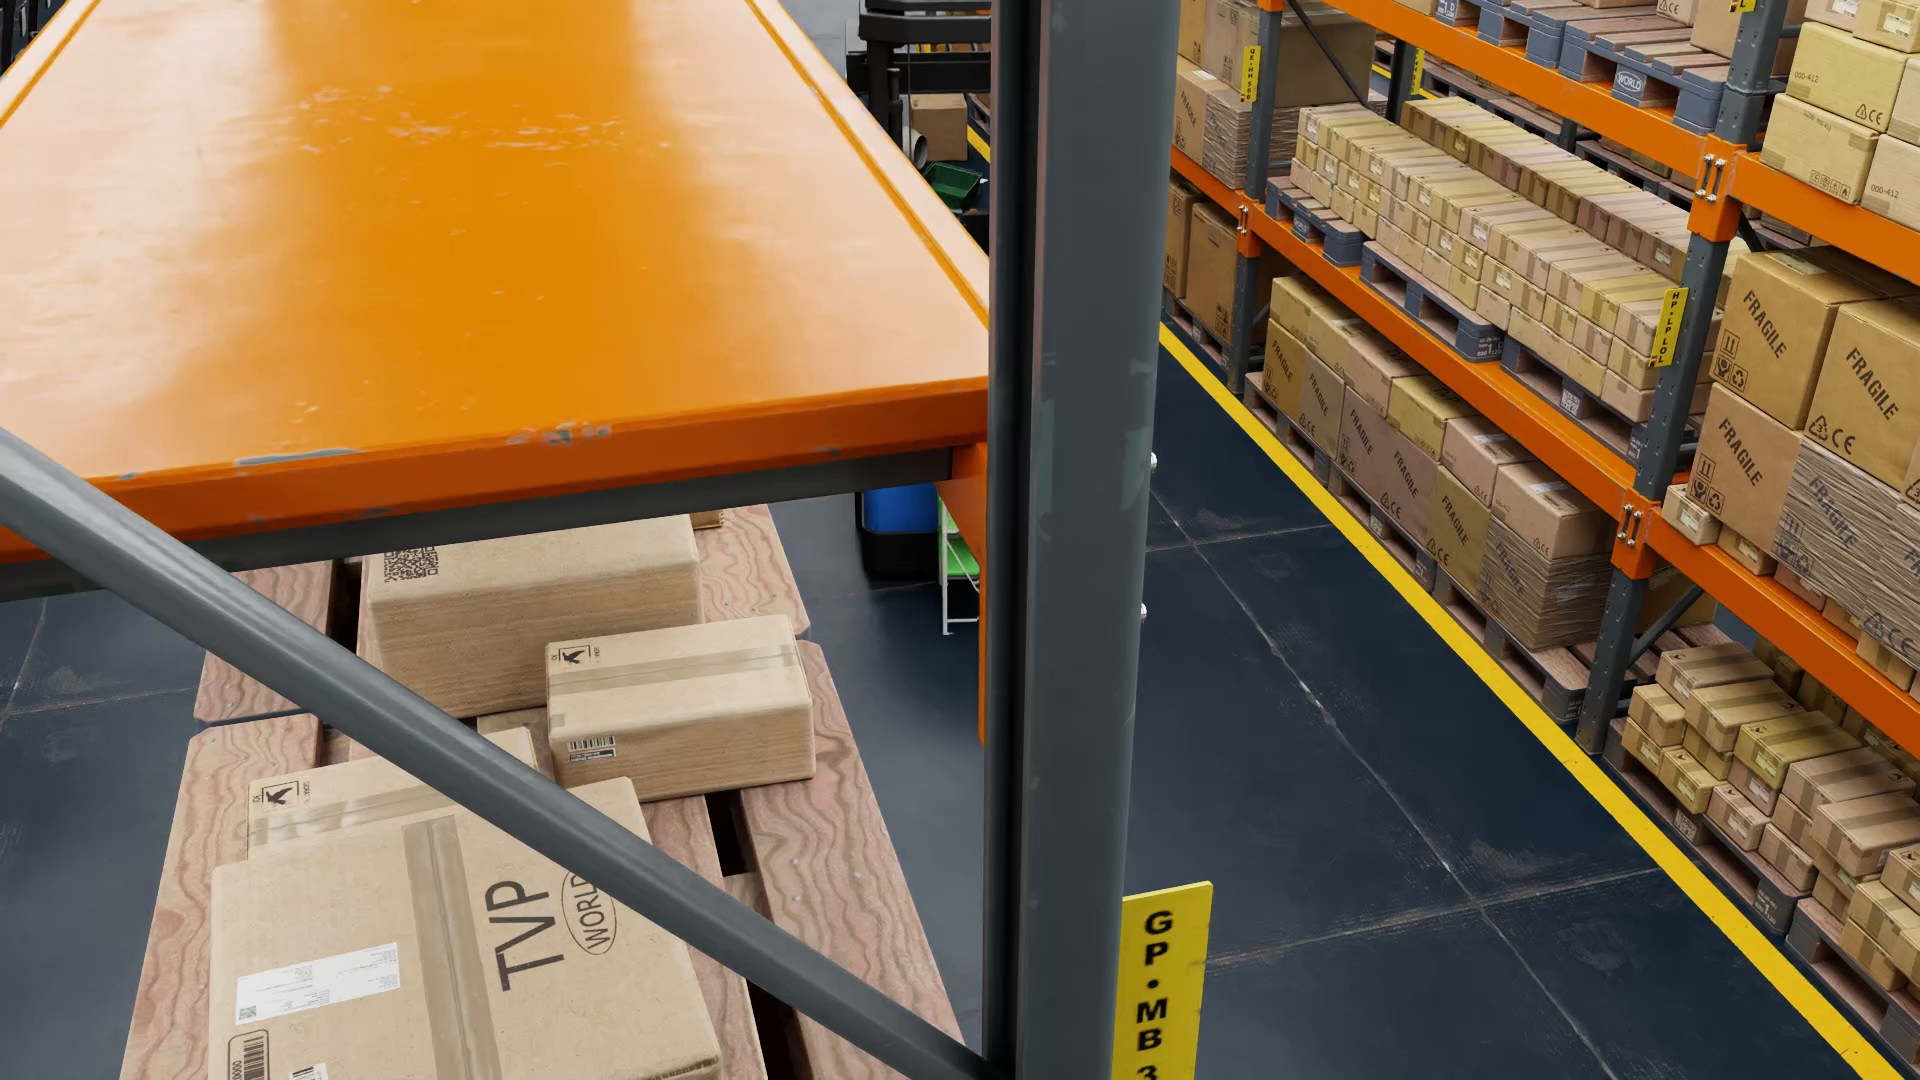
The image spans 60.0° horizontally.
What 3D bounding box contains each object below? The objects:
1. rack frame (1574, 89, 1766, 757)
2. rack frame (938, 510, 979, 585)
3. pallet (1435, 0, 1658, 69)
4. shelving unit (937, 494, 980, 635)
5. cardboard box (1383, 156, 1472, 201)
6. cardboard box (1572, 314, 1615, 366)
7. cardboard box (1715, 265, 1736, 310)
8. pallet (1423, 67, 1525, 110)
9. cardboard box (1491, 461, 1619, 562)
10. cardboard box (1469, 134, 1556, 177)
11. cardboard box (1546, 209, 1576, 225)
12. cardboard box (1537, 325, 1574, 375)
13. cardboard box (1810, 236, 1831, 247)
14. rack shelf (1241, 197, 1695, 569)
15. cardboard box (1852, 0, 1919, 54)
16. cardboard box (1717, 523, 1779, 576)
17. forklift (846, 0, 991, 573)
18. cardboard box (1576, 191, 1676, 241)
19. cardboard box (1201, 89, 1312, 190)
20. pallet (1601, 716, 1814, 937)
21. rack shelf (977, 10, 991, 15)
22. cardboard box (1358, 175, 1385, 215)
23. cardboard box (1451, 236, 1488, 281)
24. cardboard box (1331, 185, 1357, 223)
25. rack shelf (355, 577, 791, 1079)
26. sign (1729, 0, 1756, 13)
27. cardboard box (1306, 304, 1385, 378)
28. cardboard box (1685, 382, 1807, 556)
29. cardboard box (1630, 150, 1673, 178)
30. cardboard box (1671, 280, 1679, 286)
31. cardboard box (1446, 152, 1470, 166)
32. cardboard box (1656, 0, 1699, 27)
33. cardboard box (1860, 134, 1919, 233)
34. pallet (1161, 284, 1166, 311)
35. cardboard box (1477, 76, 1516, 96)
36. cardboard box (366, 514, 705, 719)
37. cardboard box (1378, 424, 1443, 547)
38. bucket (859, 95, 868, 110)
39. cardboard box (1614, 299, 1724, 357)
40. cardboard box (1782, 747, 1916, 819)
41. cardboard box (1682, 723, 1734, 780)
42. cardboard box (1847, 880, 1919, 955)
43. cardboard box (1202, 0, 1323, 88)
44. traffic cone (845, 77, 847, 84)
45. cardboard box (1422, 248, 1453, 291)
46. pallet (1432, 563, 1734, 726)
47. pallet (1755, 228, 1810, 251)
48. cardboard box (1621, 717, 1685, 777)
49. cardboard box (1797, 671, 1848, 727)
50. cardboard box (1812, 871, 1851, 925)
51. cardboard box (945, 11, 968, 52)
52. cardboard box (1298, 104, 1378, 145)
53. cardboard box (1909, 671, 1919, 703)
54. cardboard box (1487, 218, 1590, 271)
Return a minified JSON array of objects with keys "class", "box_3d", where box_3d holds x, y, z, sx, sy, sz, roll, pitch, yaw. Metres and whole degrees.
[{"class":"rack frame","box_3d":[3.321,-0.409,6.962,1.000,3.000,0.127,-8,31,-13]},{"class":"rack frame","box_3d":[0.008,-0.287,8.549,0.240,1.200,0.015,-2,30,-3]},{"class":"pallet","box_3d":[2.982,-2.438,7.662,1.213,0.211,1.003,-8,31,-13]},{"class":"shelving unit","box_3d":[0.022,-0.165,8.338,0.258,1.200,0.503,-2,30,-3]},{"class":"cardboard box","box_3d":[2.474,-1.915,8.802,0.380,0.149,0.250,-6,31,-11]},{"class":"cardboard box","box_3d":[2.954,-0.903,7.351,0.380,0.149,0.250,-8,31,-13]},{"class":"cardboard box","box_3d":[3.580,-1.124,7.436,0.380,0.149,0.250,-7,31,-12]},{"class":"pallet","box_3d":[5.467,-4.586,16.963,1.003,0.211,1.213,-8,31,-13]},{"class":"cardboard box","box_3d":[2.880,-0.159,7.858,0.500,0.250,0.500,-9,31,-15]},{"class":"cardboard box","box_3d":[3.040,-2.119,9.154,0.380,0.149,0.250,-7,31,-12]},{"class":"cardboard box","box_3d":[3.243,-1.617,8.584,0.380,0.149,0.250,-8,31,-14]},{"class":"cardboard box","box_3d":[2.891,-0.893,7.630,0.380,0.149,0.250,-8,31,-13]},{"class":"cardboard box","box_3d":[6.871,-2.381,12.425,0.700,0.500,0.500,-9,31,-16]},{"class":"rack shelf","box_3d":[2.791,-1.063,8.811,1.077,0.370,4.000,-8,31,-13]},{"class":"cardboard box","box_3d":[3.205,-1.722,5.489,0.380,0.149,0.250,-9,31,-15]},{"class":"cardboard box","box_3d":[3.221,-0.005,6.514,0.380,0.149,0.250,-7,31,-12]},{"class":"forklift","box_3d":[-0.071,-1.802,9.437,1.130,2.935,3.031,-2,30,-3]},{"class":"cardboard box","box_3d":[3.316,-1.615,8.283,0.380,0.149,0.250,-7,31,-11]},{"class":"cardboard box","box_3d":[1.881,-2.566,10.588,0.500,0.500,0.500,-8,31,-13]},{"class":"pallet","box_3d":[3.534,1.118,7.108,1.003,0.211,1.213,-8,31,-13]},{"class":"rack shelf","box_3d":[0.667,-4.927,15.486,1.077,0.370,4.000,-8,31,-13]},{"class":"cardboard box","box_3d":[2.410,-1.901,9.075,0.380,0.149,0.250,-8,31,-13]},{"class":"cardboard box","box_3d":[2.672,-1.412,8.231,0.380,0.149,0.250,-8,31,-13]},{"class":"cardboard box","box_3d":[2.327,-1.911,9.388,0.380,0.149,0.250,-6,31,-11]},{"class":"rack shelf","box_3d":[-0.893,0.277,3.500,1.077,0.370,4.000,-8,31,-13]},{"class":"sign","box_3d":[2.787,-2.026,5.852,0.100,0.325,0.005,-8,31,-13]},{"class":"cardboard box","box_3d":[2.344,-1.155,9.578,0.500,0.250,0.500,-8,31,-14]},{"class":"cardboard box","box_3d":[3.210,-0.308,6.391,0.500,0.500,0.500,-8,31,-14]},{"class":"cardboard box","box_3d":[6.258,-3.459,14.289,0.700,0.500,0.500,-8,31,-14]},{"class":"cardboard box","box_3d":[3.521,-1.111,7.710,0.380,0.149,0.250,-7,31,-12]},{"class":"cardboard box","box_3d":[2.975,-2.109,9.434,0.380,0.149,0.250,-7,31,-12]},{"class":"cardboard box","box_3d":[3.290,-2.303,6.910,0.500,0.311,0.500,-8,31,-14]},{"class":"cardboard box","box_3d":[3.332,-1.143,5.385,0.500,0.250,0.500,-8,31,-14]},{"class":"pallet","box_3d":[1.803,-2.113,12.689,1.003,0.211,1.213,-8,31,-13]},{"class":"cardboard box","box_3d":[5.539,-4.747,16.532,0.500,0.500,0.500,-11,32,-18]},{"class":"cardboard box","box_3d":[-0.712,0.016,2.804,0.500,0.311,0.500,-7,31,-12]},{"class":"cardboard box","box_3d":[2.614,-0.329,8.899,0.500,0.500,0.500,-9,31,-14]},{"class":"bucket","box_3d":[-1.061,-3.273,13.660,0.726,0.611,0.620,2,40,4]},{"class":"cardboard box","box_3d":[3.027,-0.907,7.060,0.380,0.149,0.250,-6,31,-11]},{"class":"cardboard box","box_3d":[3.435,0.959,6.431,0.380,0.149,0.250,-9,31,-15]},{"class":"cardboard box","box_3d":[3.263,0.843,6.930,0.380,0.149,0.250,-8,31,-13]},{"class":"cardboard box","box_3d":[3.487,1.353,6.049,0.380,0.149,0.250,-8,31,-14]},{"class":"cardboard box","box_3d":[2.015,-3.279,10.822,0.700,0.500,0.500,-8,31,-14]},{"class":"traffic cone","box_3d":[-1.092,-4.661,16.841,0.336,0.463,0.334,-8,31,-13]},{"class":"cardboard box","box_3d":[2.605,-1.405,8.514,0.380,0.149,0.250,-9,31,-15]},{"class":"pallet","box_3d":[3.113,0.422,8.309,1.003,0.211,1.213,-8,31,-13]},{"class":"pallet","box_3d":[6.863,-2.122,12.705,1.003,0.211,1.213,-8,31,-13]},{"class":"cardboard box","box_3d":[3.108,0.862,7.193,0.380,0.149,0.250,-9,31,-15]},{"class":"cardboard box","box_3d":[3.773,0.641,6.980,0.380,0.149,0.250,-7,31,-13]},{"class":"cardboard box","box_3d":[3.516,1.345,6.359,0.380,0.149,0.250,-9,31,-15]},{"class":"cardboard box","box_3d":[0.380,-5.148,16.851,0.875,0.875,0.875,-8,31,-13]},{"class":"cardboard box","box_3d":[2.197,-2.420,9.674,0.380,0.149,0.250,-8,31,-13]},{"class":"cardboard box","box_3d":[3.477,0.510,5.625,0.380,0.149,0.250,-7,31,-11]},{"class":"cardboard box","box_3d":[2.756,-1.408,7.925,0.380,0.149,0.250,-9,31,-15]}]
